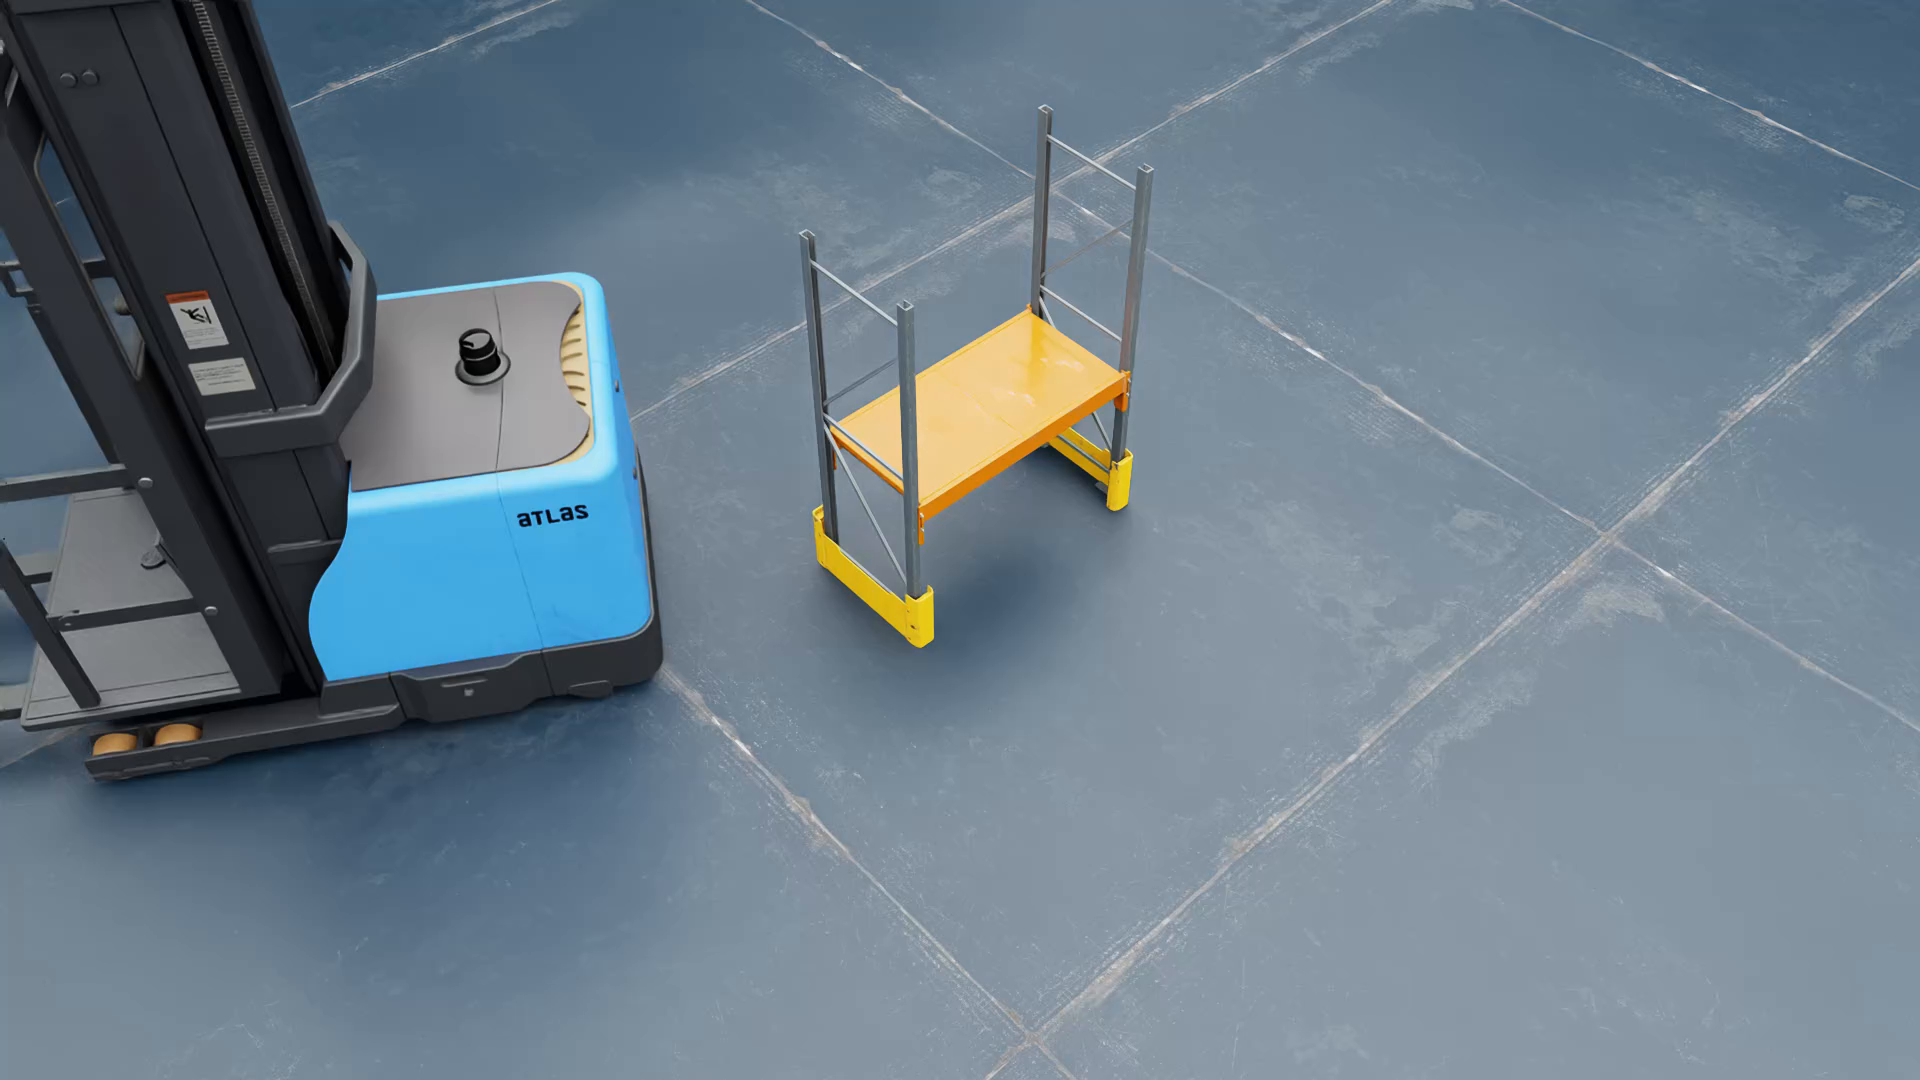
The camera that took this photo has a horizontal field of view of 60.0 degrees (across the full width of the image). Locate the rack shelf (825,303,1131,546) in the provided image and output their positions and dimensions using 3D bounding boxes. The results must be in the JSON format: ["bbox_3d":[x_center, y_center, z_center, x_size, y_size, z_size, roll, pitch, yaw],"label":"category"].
[{"bbox_3d":[0.063,-0.429,5.870,1.000,0.185,0.538,-34,56,-27],"label":"rack shelf"}]

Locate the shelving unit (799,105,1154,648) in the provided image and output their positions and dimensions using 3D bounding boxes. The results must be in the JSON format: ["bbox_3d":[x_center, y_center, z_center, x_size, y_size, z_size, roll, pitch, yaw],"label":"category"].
[{"bbox_3d":[0.056,-0.546,5.734,1.083,1.500,0.587,-34,56,-27],"label":"shelving unit"}]

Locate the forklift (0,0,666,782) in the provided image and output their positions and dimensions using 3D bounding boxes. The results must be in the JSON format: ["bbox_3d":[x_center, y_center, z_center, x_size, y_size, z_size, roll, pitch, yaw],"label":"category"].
[{"bbox_3d":[-2.591,-0.627,4.834,3.031,2.935,1.130,-8,48,-8],"label":"forklift"}]

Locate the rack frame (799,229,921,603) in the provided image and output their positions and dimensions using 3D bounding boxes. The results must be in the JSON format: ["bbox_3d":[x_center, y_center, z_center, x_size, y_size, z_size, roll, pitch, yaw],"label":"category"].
[{"bbox_3d":[-0.313,-0.299,5.506,0.032,1.500,0.500,-34,56,-27],"label":"rack frame"}]

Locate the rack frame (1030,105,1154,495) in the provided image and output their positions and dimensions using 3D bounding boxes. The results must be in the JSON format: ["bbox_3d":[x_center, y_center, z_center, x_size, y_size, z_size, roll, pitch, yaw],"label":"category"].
[{"bbox_3d":[0.439,-0.802,5.970,0.032,1.500,0.500,-34,56,-27],"label":"rack frame"}]

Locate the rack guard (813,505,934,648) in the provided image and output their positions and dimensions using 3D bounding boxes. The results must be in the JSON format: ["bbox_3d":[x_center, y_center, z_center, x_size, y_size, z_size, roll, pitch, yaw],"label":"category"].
[{"bbox_3d":[-0.312,0.124,5.966,0.087,0.250,0.587,-34,56,-27],"label":"rack guard"}]

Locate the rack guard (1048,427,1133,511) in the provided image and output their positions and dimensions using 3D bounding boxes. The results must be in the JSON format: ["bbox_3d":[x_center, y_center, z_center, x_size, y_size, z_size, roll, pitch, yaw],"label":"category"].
[{"bbox_3d":[0.425,-0.369,6.420,0.087,0.250,0.587,-34,56,-27],"label":"rack guard"}]
